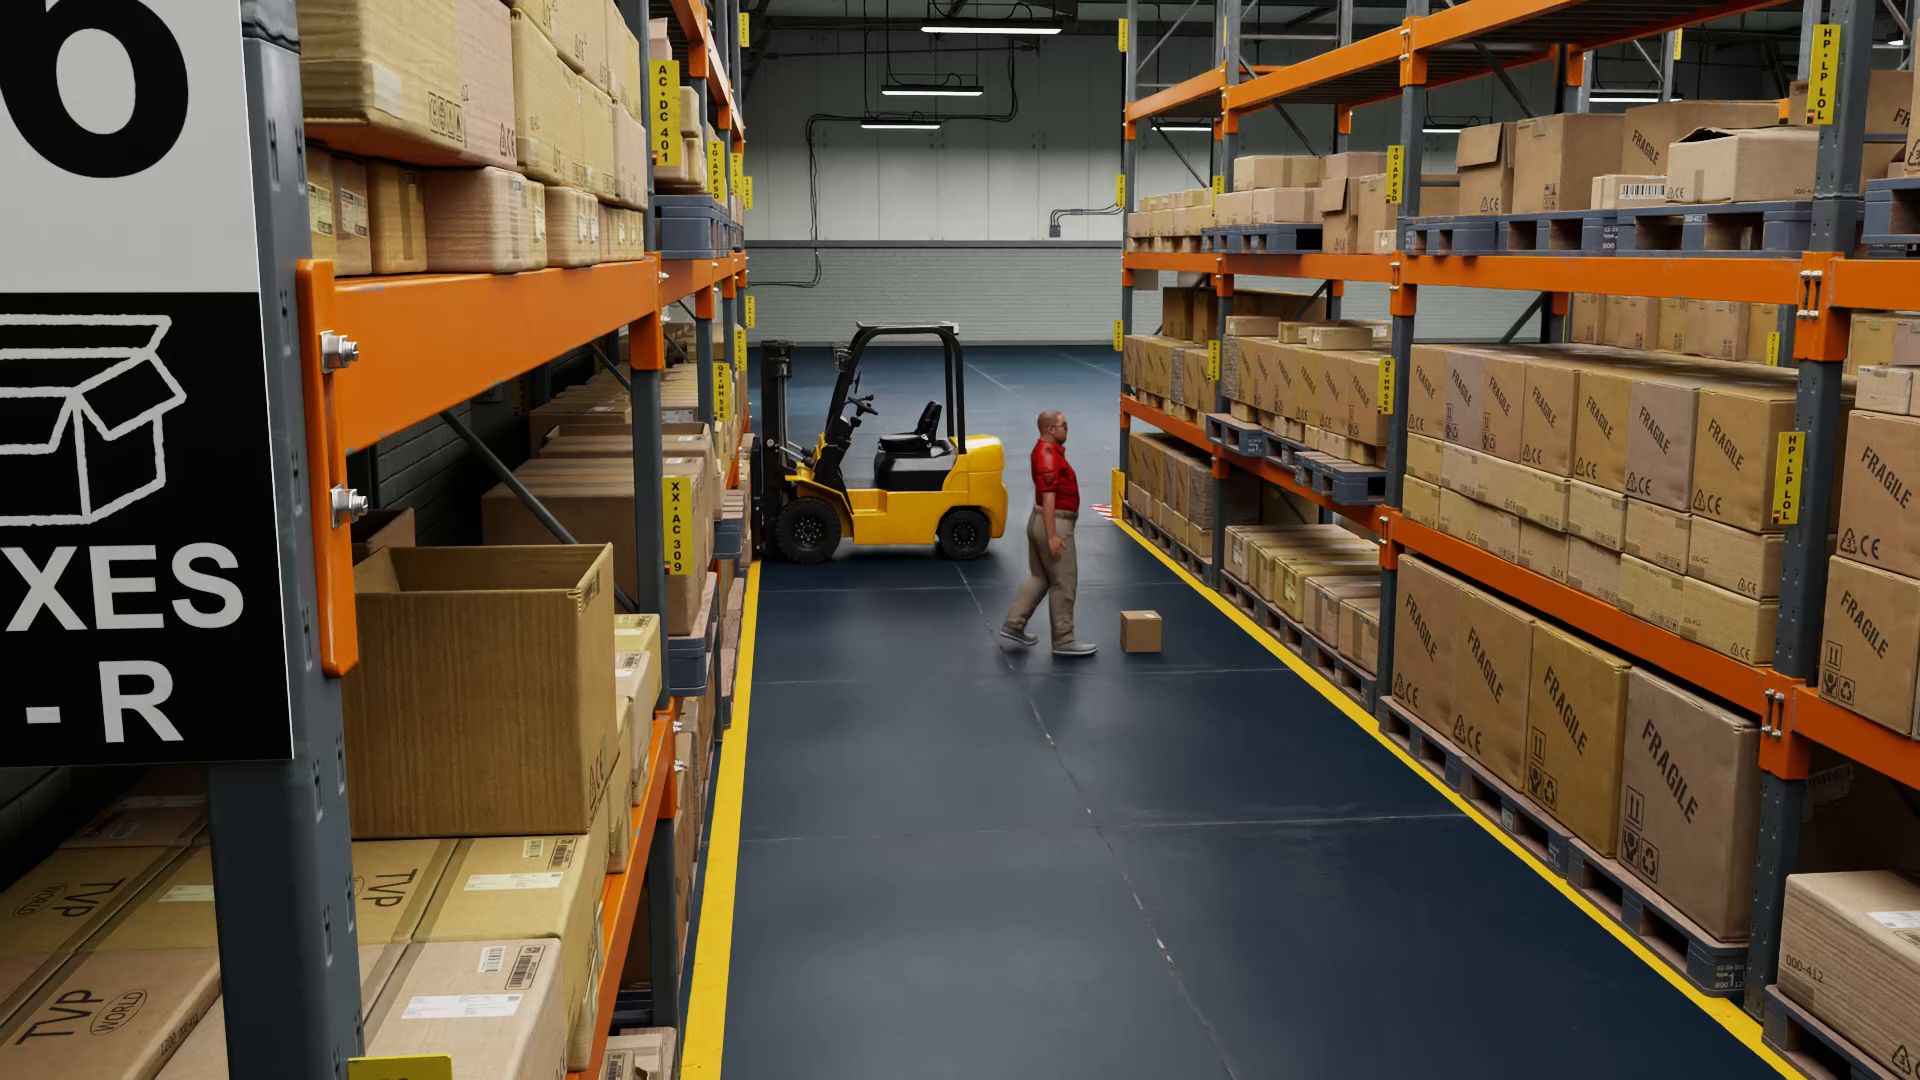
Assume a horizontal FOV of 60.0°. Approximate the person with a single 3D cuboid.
[{"bbox_3d":[0.628,-0.061,11.745,0.661,1.725,0.555,-2,10,-9],"label":"person"}]
